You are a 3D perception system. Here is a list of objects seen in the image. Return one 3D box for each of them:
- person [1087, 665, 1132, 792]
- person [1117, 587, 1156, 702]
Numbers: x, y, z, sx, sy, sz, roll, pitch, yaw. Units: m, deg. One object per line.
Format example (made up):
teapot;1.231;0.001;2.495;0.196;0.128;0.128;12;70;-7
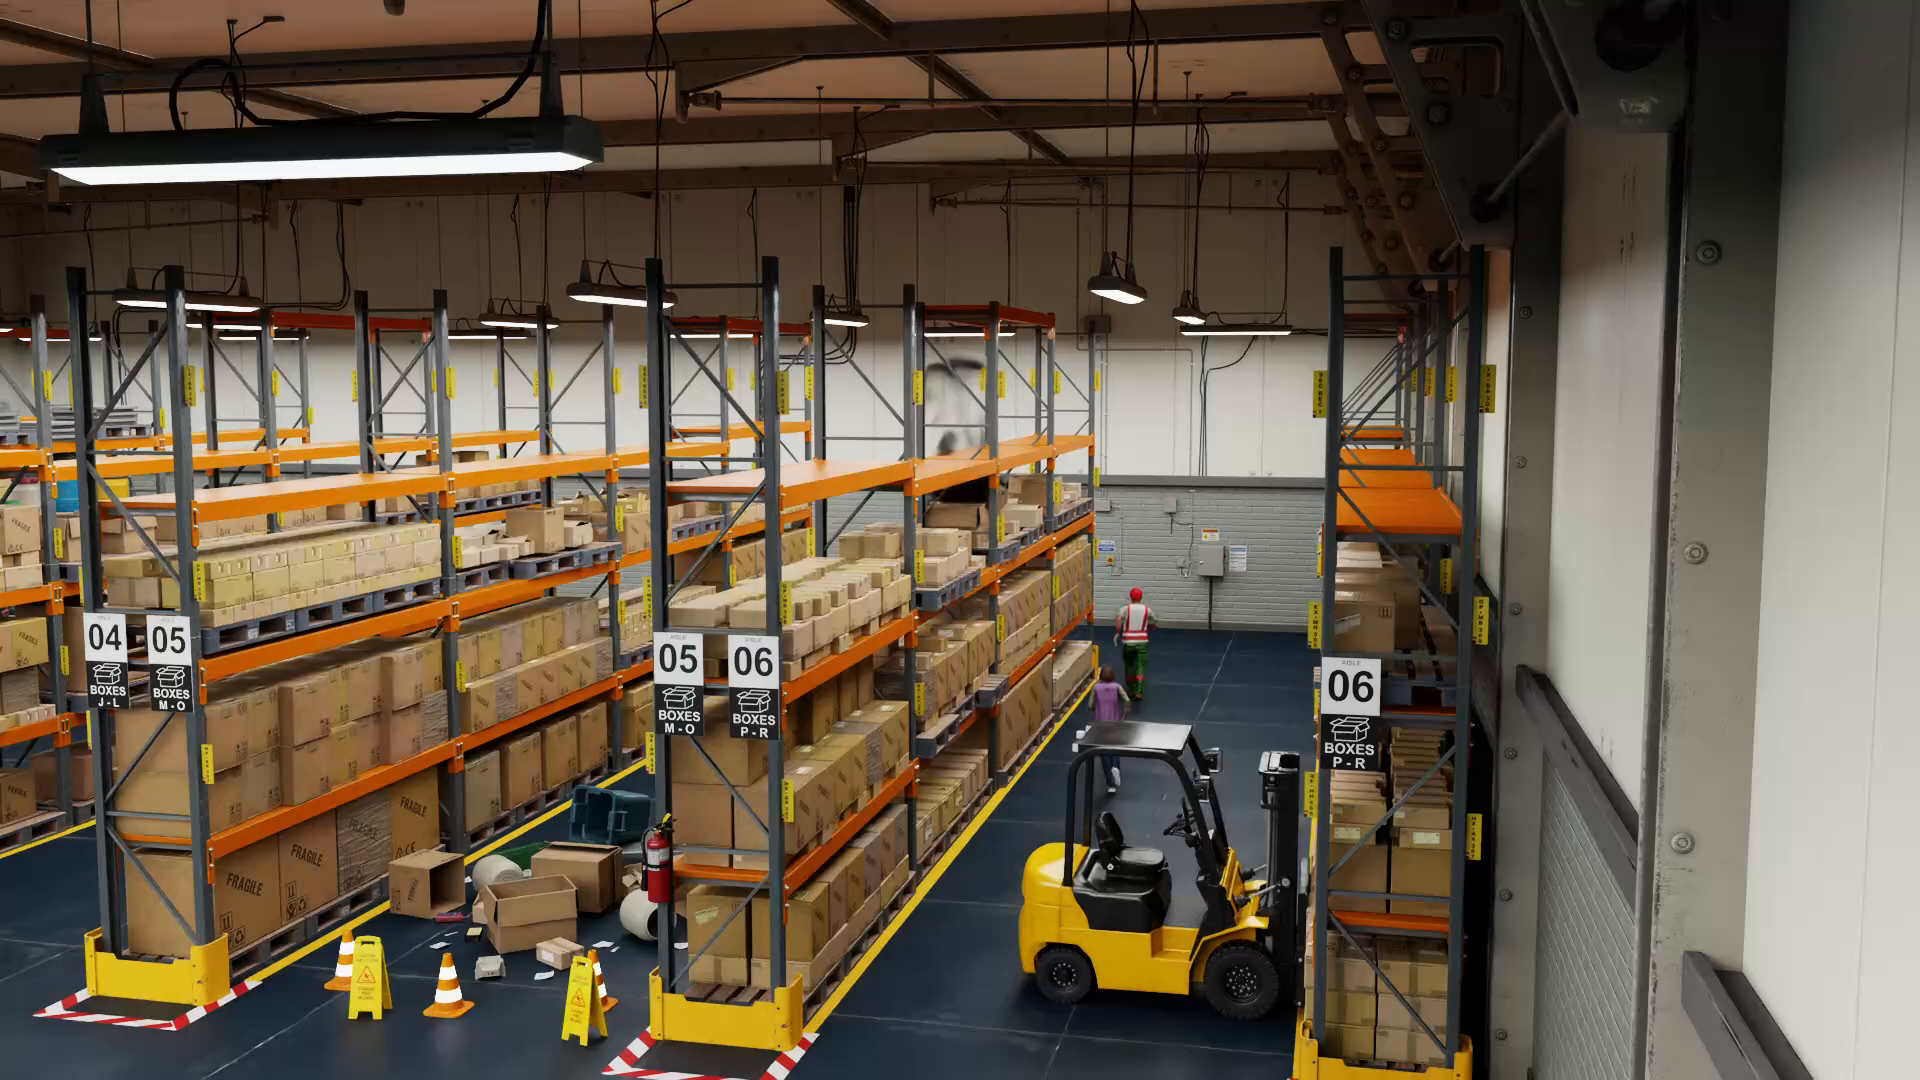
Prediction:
person;1.834;2.311;20.525;0.535;1.556;0.592;0;6;2
person;2.735;1.644;25.821;0.607;1.825;0.904;1;6;7
